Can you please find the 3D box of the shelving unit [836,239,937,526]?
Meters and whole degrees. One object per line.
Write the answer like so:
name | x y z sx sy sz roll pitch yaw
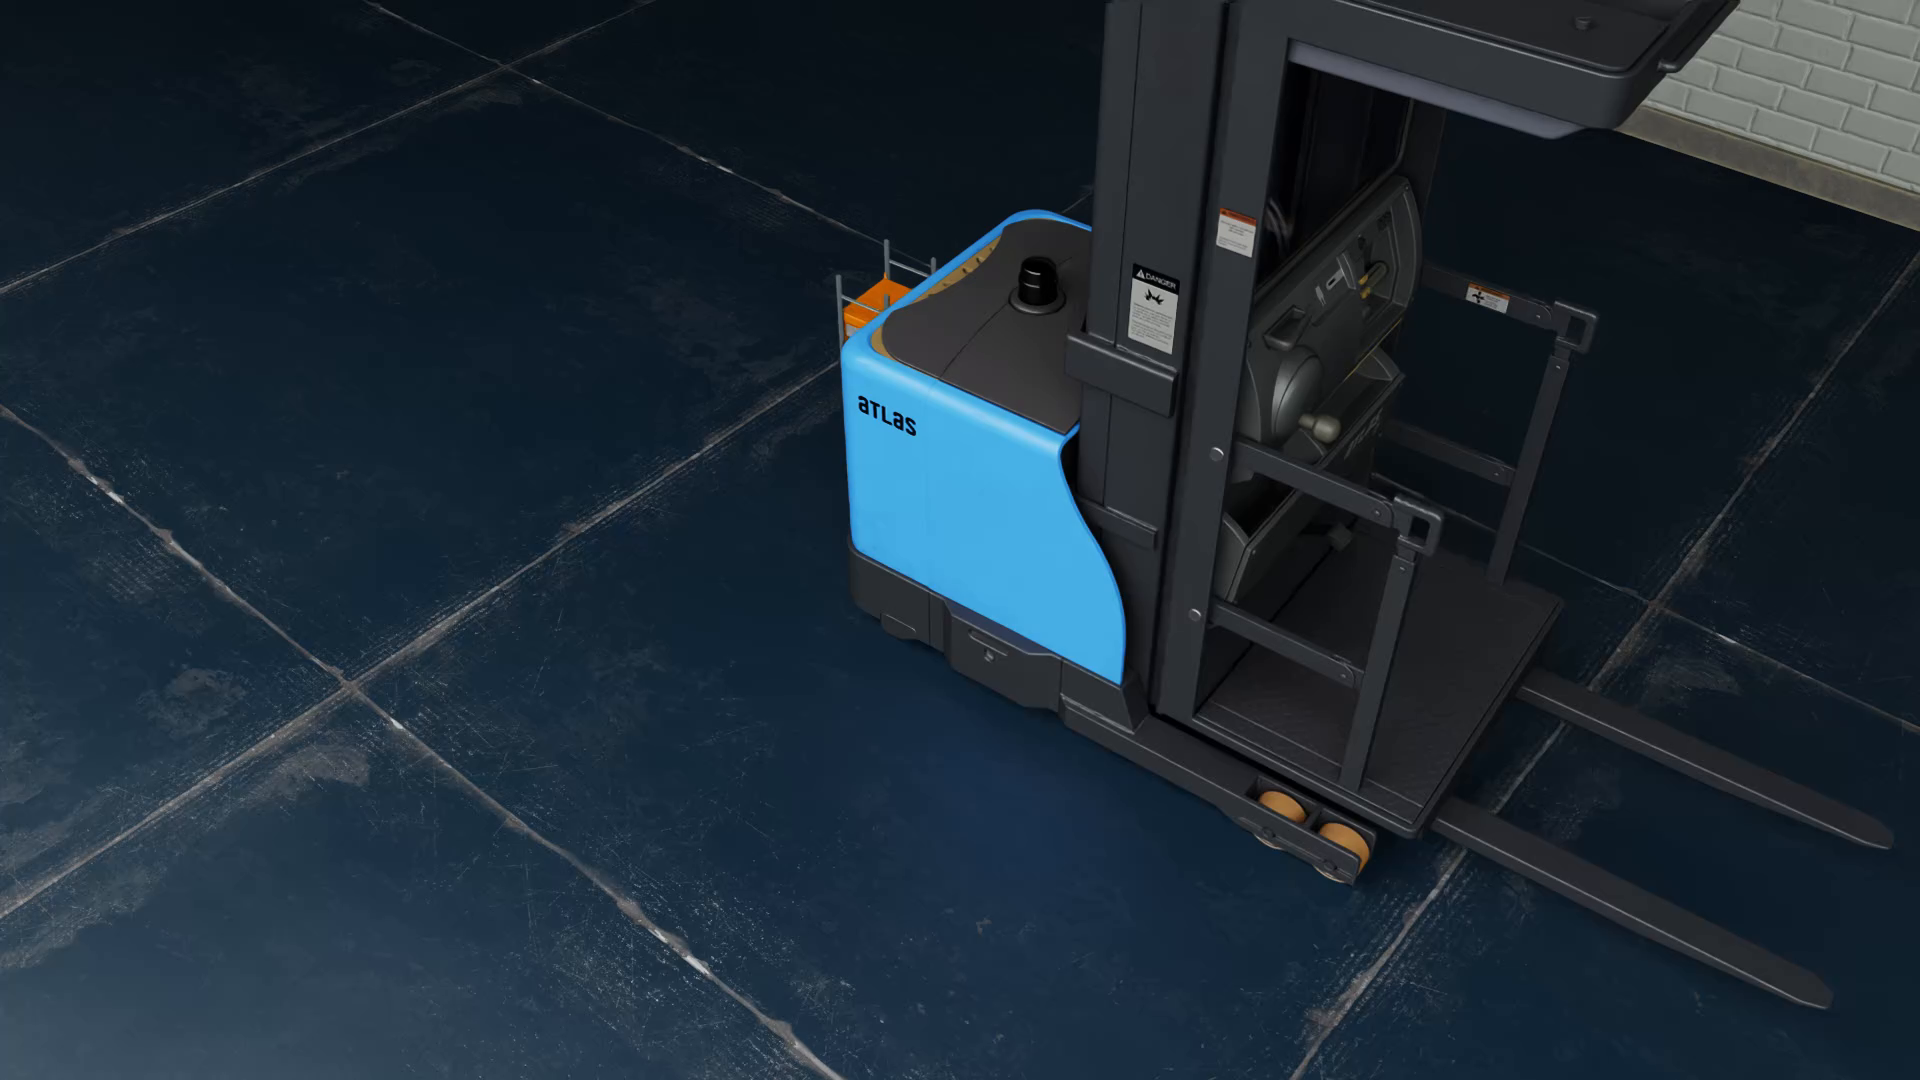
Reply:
shelving unit | -0.226 -0.451 5.466 0.215 1.050 0.252 25 48 25

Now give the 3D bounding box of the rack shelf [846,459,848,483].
rack shelf | -0.226 -0.238 5.660 0.215 0.259 0.240 25 48 25

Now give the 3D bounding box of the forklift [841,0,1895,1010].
forklift | 1.130 -0.532 4.156 3.031 2.935 1.130 26 48 26

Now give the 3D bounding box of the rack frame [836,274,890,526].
rack frame | -0.296 -0.384 5.392 0.200 1.050 0.008 25 48 25

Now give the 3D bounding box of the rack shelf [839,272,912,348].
rack shelf | -0.226 -0.653 5.282 0.215 0.259 0.240 25 48 25

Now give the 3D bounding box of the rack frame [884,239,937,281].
rack frame | -0.156 -0.518 5.540 0.200 1.050 0.008 25 48 25
